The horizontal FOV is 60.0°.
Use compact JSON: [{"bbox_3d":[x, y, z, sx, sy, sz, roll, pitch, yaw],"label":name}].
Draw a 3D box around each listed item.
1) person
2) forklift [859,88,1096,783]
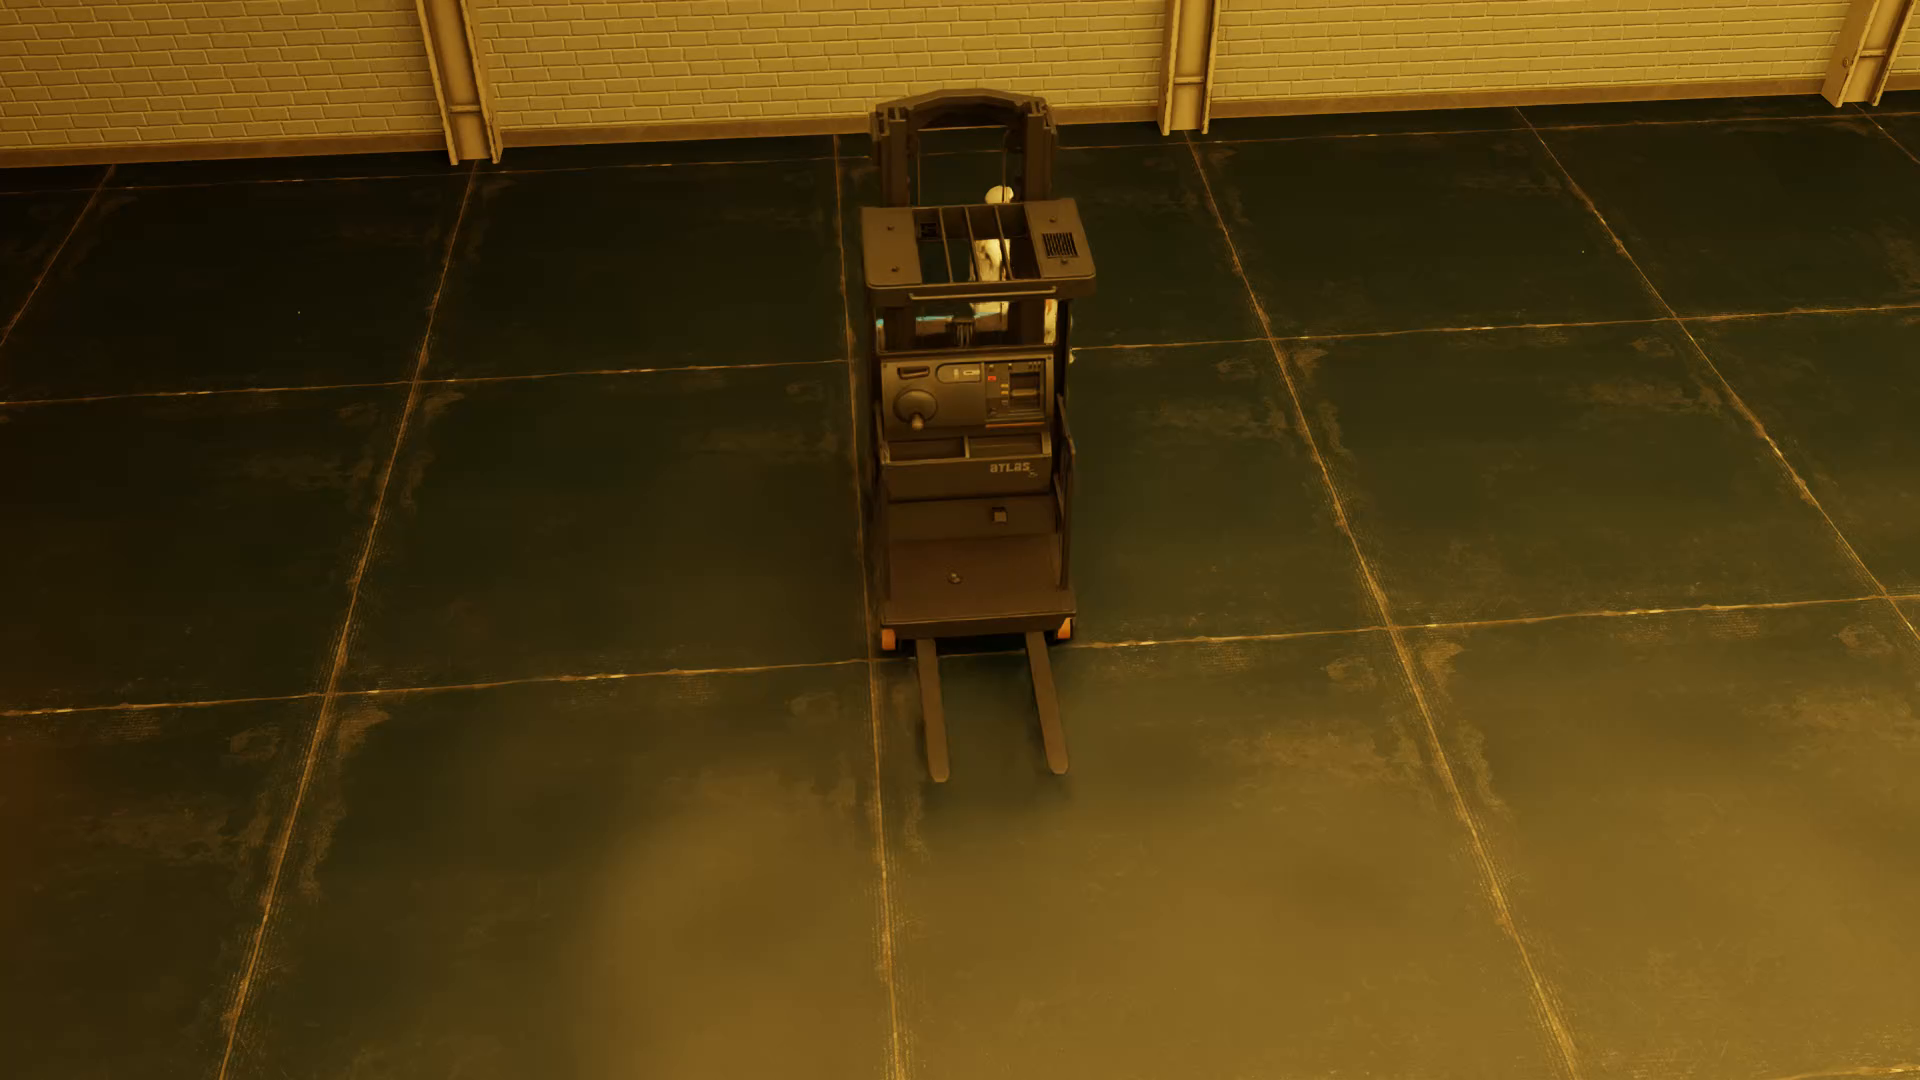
[{"bbox_3d":[0.444,-1.690,11.093,0.758,1.489,0.767,-12,42,-14],"label":"person"},{"bbox_3d":[0.064,-0.718,8.778,1.130,2.935,3.031,-3,41,-4],"label":"forklift"}]
